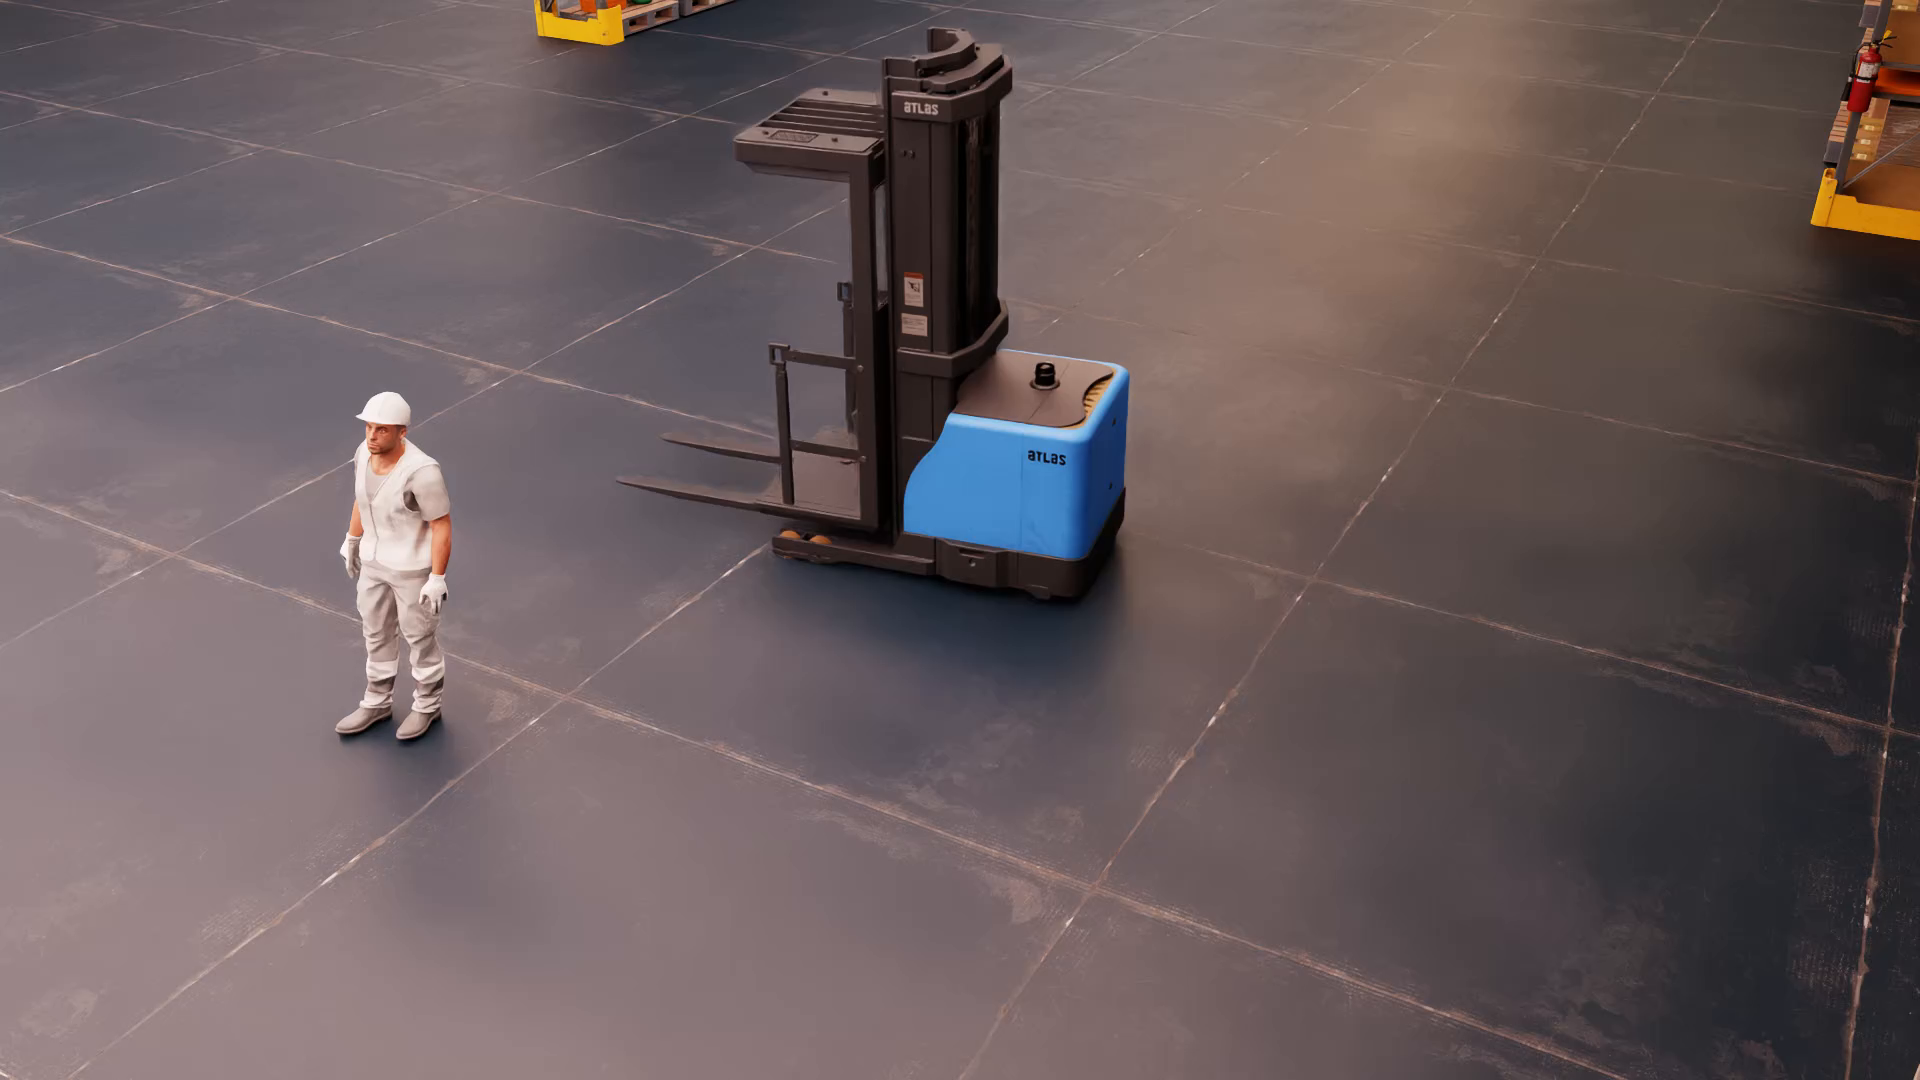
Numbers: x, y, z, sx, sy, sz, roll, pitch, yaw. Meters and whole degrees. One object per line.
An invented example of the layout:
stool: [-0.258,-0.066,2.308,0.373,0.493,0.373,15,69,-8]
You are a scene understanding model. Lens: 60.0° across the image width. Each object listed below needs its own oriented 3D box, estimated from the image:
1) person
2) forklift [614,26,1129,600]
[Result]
person: [-2.736,0.151,7.937,0.638,1.786,0.565,16,34,26]
forklift: [-0.584,-1.363,9.432,3.031,2.935,1.130,10,31,16]
